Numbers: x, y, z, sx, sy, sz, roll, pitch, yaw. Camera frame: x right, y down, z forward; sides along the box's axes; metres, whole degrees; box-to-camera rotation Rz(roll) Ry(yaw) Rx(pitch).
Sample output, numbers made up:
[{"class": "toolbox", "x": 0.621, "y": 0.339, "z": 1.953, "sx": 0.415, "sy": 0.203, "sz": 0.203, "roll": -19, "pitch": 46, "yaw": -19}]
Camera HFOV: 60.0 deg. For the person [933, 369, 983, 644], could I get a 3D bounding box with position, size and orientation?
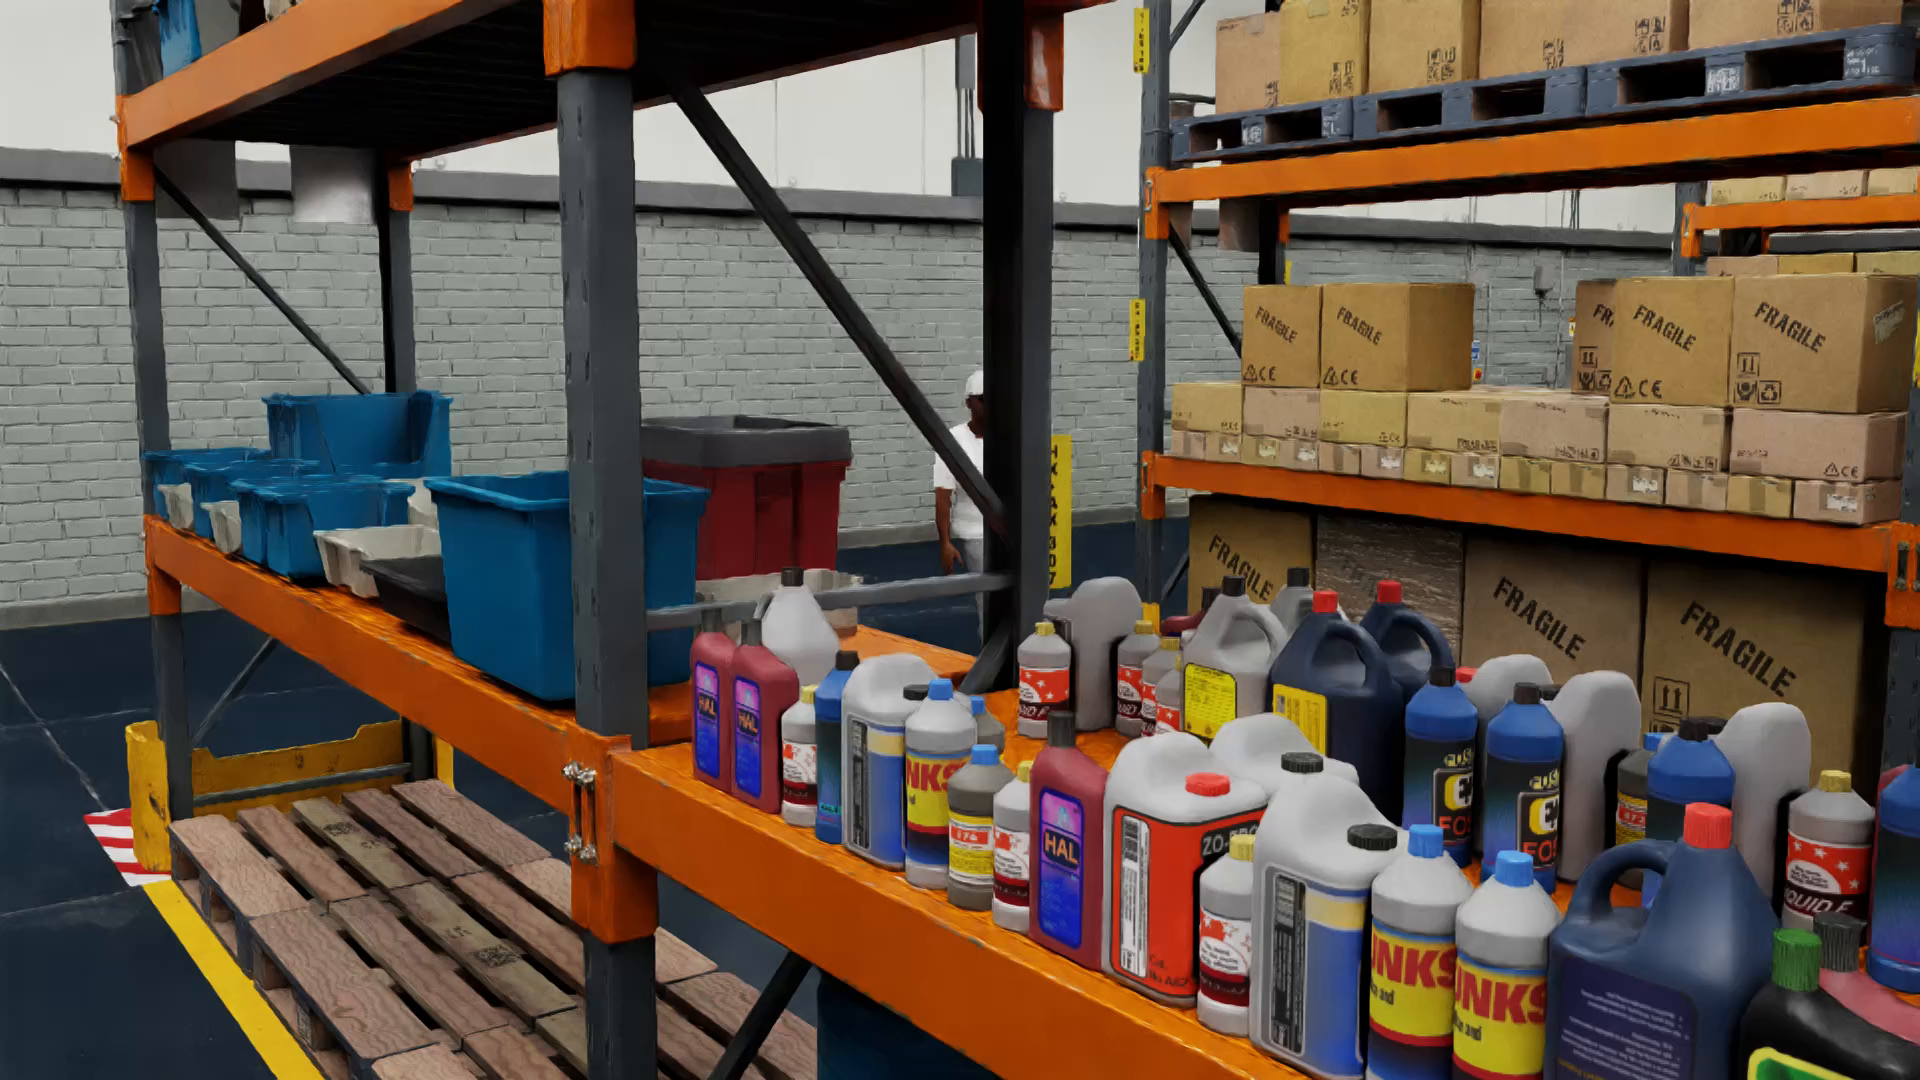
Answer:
[{"class": "person", "x": 0.155, "y": -0.023, "z": 8.812, "sx": 0.606, "sy": 1.758, "sz": 0.669, "roll": -3, "pitch": 8, "yaw": -21}]
